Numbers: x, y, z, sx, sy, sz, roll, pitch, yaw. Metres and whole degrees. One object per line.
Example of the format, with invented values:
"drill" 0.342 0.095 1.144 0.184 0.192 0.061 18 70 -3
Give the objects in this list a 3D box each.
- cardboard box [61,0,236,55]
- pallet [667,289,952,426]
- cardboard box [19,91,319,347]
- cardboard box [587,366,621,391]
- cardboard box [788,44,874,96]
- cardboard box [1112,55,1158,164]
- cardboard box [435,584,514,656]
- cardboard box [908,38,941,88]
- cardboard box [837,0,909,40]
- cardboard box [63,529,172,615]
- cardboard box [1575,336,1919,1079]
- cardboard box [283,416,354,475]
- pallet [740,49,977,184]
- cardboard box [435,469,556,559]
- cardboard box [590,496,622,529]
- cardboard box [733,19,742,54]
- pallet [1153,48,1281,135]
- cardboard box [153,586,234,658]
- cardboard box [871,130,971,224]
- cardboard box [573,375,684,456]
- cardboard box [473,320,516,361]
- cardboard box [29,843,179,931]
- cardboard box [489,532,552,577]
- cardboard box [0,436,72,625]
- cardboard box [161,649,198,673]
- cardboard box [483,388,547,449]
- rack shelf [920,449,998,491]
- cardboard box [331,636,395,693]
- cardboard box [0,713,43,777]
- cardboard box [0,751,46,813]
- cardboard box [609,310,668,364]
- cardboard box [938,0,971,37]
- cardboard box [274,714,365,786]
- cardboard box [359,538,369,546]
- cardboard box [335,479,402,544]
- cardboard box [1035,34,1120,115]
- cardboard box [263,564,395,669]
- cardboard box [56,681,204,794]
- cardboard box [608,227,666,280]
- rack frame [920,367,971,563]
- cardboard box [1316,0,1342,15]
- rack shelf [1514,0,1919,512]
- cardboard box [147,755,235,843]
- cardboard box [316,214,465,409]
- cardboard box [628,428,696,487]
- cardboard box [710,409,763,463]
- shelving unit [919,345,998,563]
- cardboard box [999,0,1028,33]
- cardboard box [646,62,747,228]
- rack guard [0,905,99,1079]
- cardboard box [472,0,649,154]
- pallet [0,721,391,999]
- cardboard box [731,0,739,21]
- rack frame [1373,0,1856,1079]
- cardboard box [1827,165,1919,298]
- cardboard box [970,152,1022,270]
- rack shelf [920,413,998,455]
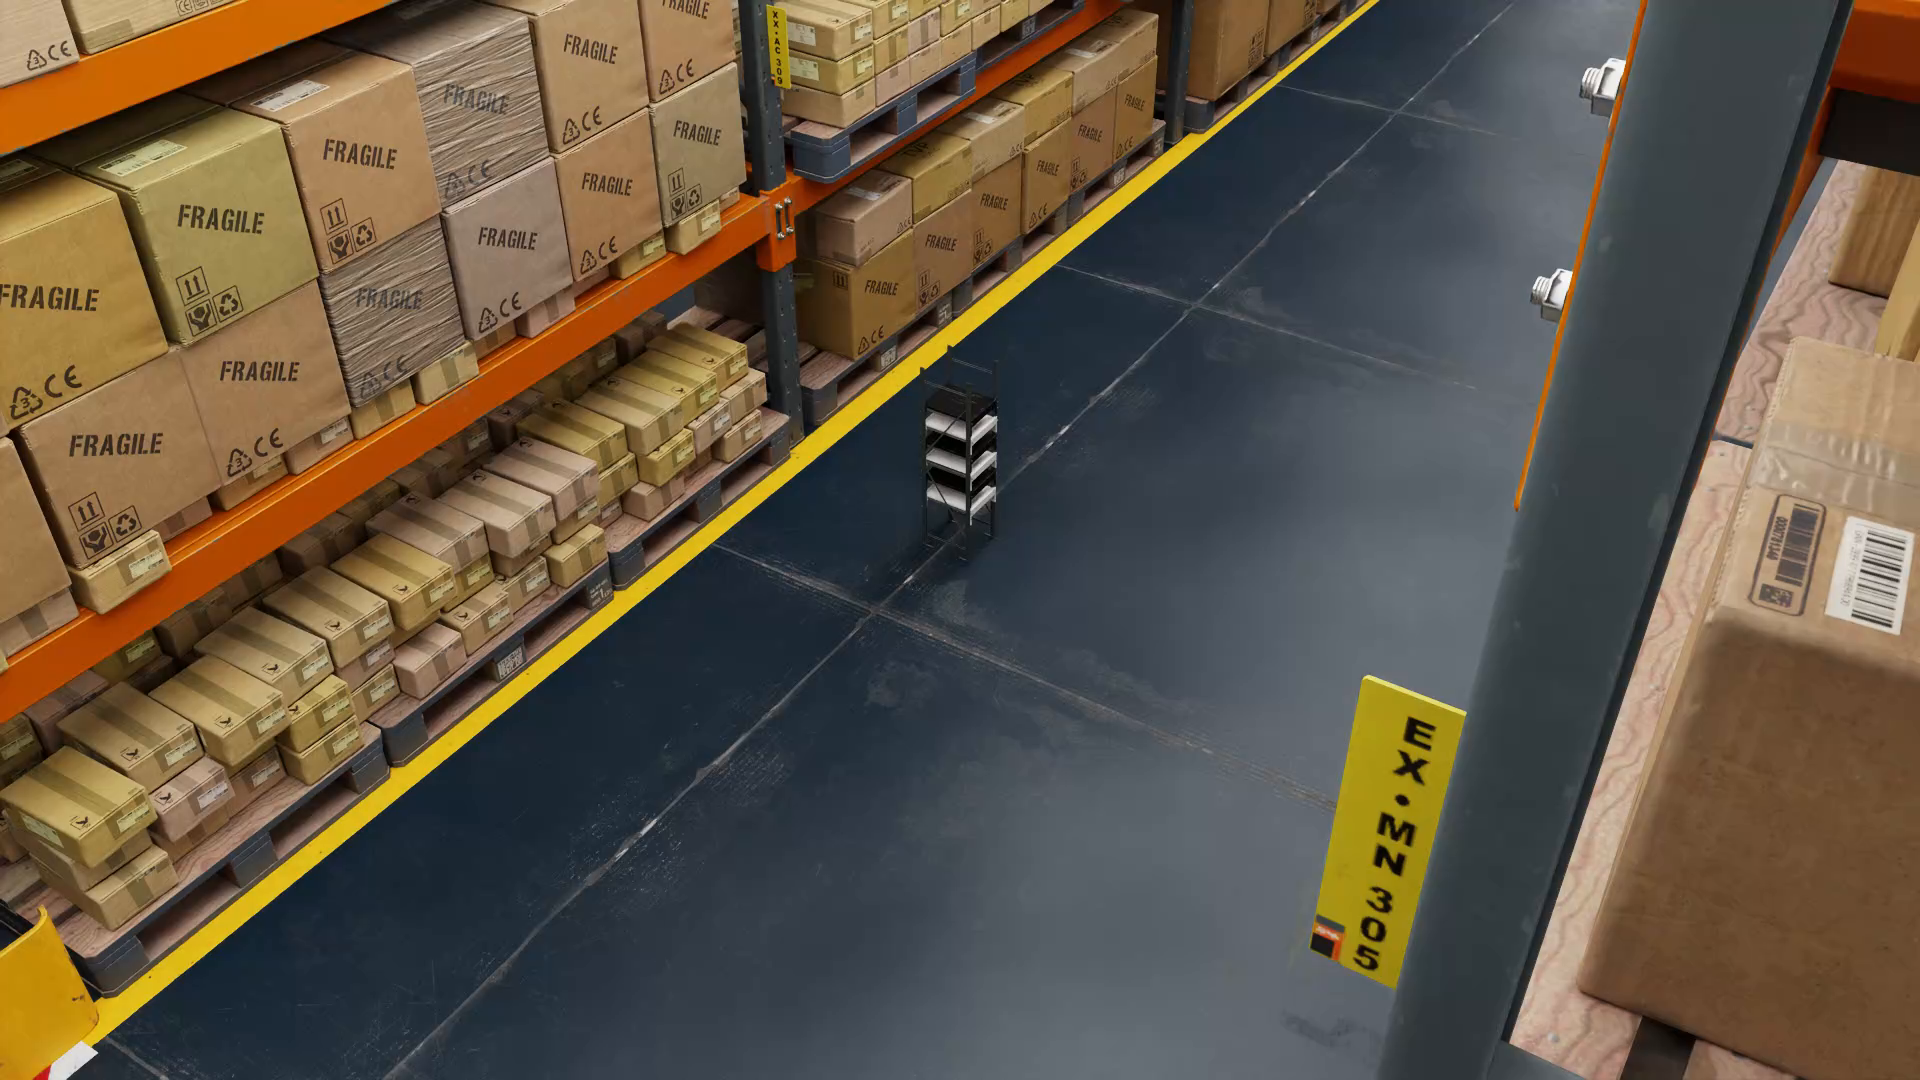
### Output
"cardboard box" -2.324 -1.550 4.470 0.500 0.250 0.500 20 42 24
"pallet" -0.772 -1.093 8.495 1.003 0.211 1.213 21 42 25
"cardboard box" -2.304 -0.955 4.887 0.500 0.500 0.500 20 42 24
"cardboard box" -1.713 -0.709 7.460 0.380 0.149 0.250 21 43 25
"cardboard box" -0.589 -2.033 7.049 0.380 0.149 0.250 22 43 26
"cardboard box" 0.823 -2.610 9.882 0.500 0.500 0.500 21 42 25
"cardboard box" -1.963 0.262 6.445 0.380 0.149 0.250 21 42 25
"cardboard box" -0.308 -2.188 7.493 0.380 0.149 0.250 21 43 25
"cardboard box" -0.445 -2.297 7.147 0.380 0.149 0.250 22 43 26
"cardboard box" -2.590 0.040 4.947 0.380 0.149 0.250 20 42 24
"cardboard box" 1.036 0.222 1.541 0.700 0.500 0.500 19 41 23
"cardboard box" -2.245 -0.388 5.502 0.380 0.149 0.250 20 42 24
"pallet" -0.656 -2.066 7.631 1.003 0.211 1.213 21 42 25
"cardboard box" -1.796 -0.104 6.432 0.380 0.149 0.250 20 42 24
"cardboard box" -1.651 -0.160 6.991 0.380 0.149 0.250 20 42 24
"cardboard box" -1.142 -2.250 7.330 0.380 0.149 0.250 23 43 26
"pallet" 1.441 -3.135 11.144 1.003 0.211 1.213 21 42 25
"cardboard box" -2.855 0.239 5.987 0.380 0.149 0.250 19 42 23
"cardboard box" -0.286 -1.839 8.268 0.500 0.250 0.500 22 43 26
"cardboard box" -1.390 -0.525 6.978 0.380 0.149 0.250 21 42 25
"cardboard box" -1.844 -0.797 6.033 0.380 0.149 0.250 21 42 24
"cardboard box" -2.780 1.064 5.405 0.380 0.149 0.250 22 43 26
"cardboard box" -1.850 -0.031 6.580 0.380 0.149 0.250 19 42 23
"cardboard box" -2.858 -0.032 4.509 0.500 0.500 0.500 23 43 27
"cardboard box" -2.782 0.372 6.058 0.380 0.149 0.250 21 42 25
"cardboard box" -1.960 -0.548 7.008 0.380 0.149 0.250 20 42 24
"rack shelf" -0.004 -0.326 6.990 0.258 0.077 0.200 21 42 25
"cardboard box" -2.292 0.383 6.044 0.380 0.149 0.250 19 42 23
"cardboard box" -3.262 0.638 5.470 0.380 0.149 0.250 22 43 26
"cardboard box" -3.290 0.746 5.573 0.380 0.149 0.250 20 42 24
"cardboard box" -1.548 -0.959 7.541 0.380 0.149 0.250 23 43 27
"cardboard box" -0.175 -2.435 7.570 0.380 0.149 0.250 19 42 23
"cardboard box" -2.352 0.676 5.908 0.380 0.149 0.250 22 43 26
"cardboard box" -2.469 -0.071 6.633 0.380 0.149 0.250 22 43 26
"cardboard box" -2.407 -0.162 6.507 0.380 0.149 0.250 21 42 25
"cardboard box" 0.548 -2.629 9.293 0.500 0.250 0.500 22 43 26
"cardboard box" -2.255 0.270 5.947 0.380 0.149 0.250 23 43 27
"cardboard box" -2.718 0.653 5.450 0.380 0.149 0.250 22 43 26
"cardboard box" -1.383 -1.186 6.537 0.380 0.149 0.250 23 43 27
"rack frame" -0.059 -0.300 6.902 0.240 0.900 0.006 21 42 25
"cardboard box" 2.321 -4.350 11.934 1.050 0.750 0.750 21 42 25
"rack shelf" 1.874 -1.023 2.123 1.077 0.370 4.000 21 42 25
"cardboard box" -2.639 0.802 5.500 0.380 0.149 0.250 21 42 25
"cardboard box" -2.051 -0.830 5.544 0.500 0.500 0.500 20 42 24
"cardboard box" -1.352 -0.397 7.056 0.380 0.149 0.250 20 42 24
"cardboard box" -1.111 -0.519 7.458 0.380 0.149 0.250 22 43 26
"shelving unit" -0.004 -0.352 6.970 0.258 0.900 0.210 21 42 25
"cardboard box" 0.106 -2.590 8.015 0.380 0.149 0.250 20 42 24
"cardboard box" -1.209 -1.612 6.558 0.500 0.500 0.500 21 42 25
"rack guard" -3.291 1.217 5.262 1.175 0.500 0.348 21 42 25
"cardboard box" -1.484 -1.750 5.919 0.500 0.500 0.500 20 42 24
"pallet" -2.826 0.924 5.878 1.003 0.211 1.213 21 42 25
"cardboard box" -1.138 -2.369 7.241 0.380 0.149 0.250 23 43 27
"rack frame" 0.800 -0.436 0.445 0.949 2.616 0.053 21 42 25
"cardboard box" 1.885 -0.633 2.650 0.700 0.500 0.500 23 43 27
"cardboard box" -0.017 -1.814 8.850 0.500 0.500 0.500 22 43 26
"rack shelf" -0.004 -0.468 6.880 0.258 0.077 0.200 21 42 25
